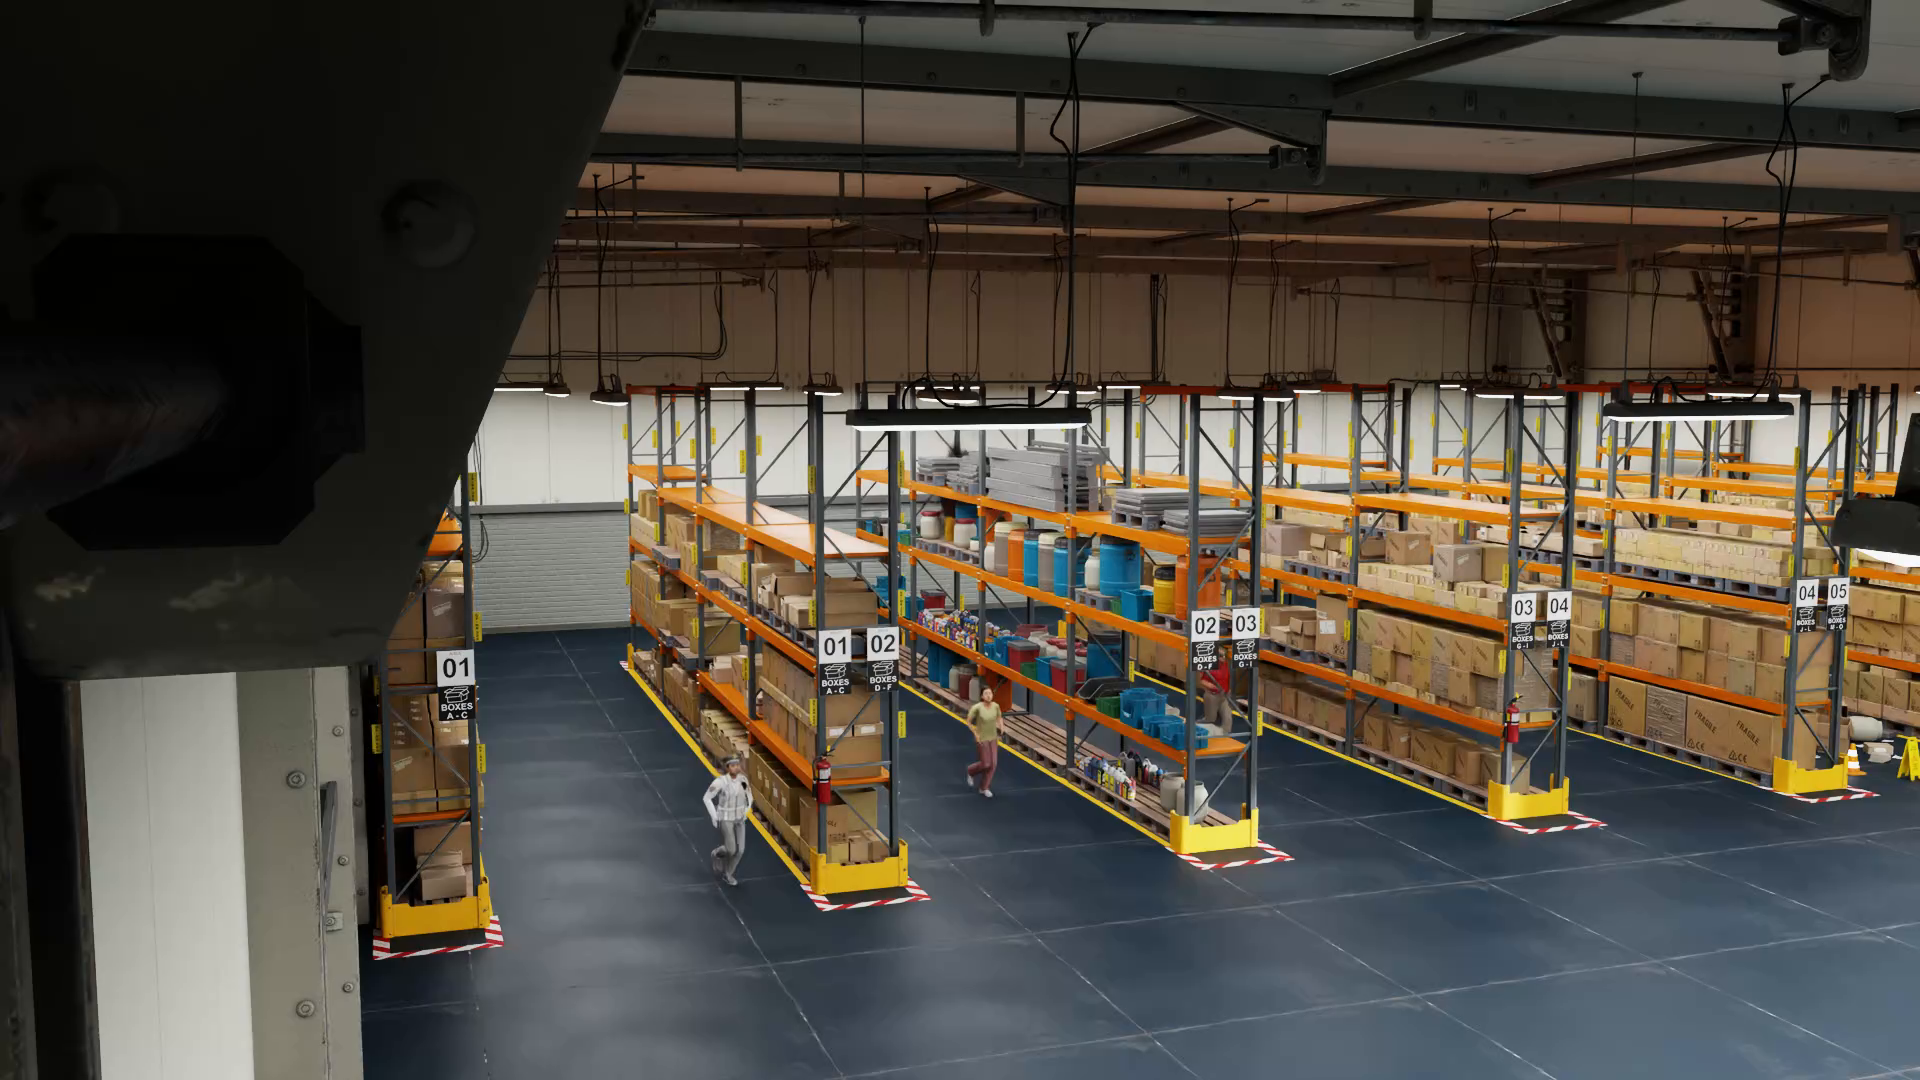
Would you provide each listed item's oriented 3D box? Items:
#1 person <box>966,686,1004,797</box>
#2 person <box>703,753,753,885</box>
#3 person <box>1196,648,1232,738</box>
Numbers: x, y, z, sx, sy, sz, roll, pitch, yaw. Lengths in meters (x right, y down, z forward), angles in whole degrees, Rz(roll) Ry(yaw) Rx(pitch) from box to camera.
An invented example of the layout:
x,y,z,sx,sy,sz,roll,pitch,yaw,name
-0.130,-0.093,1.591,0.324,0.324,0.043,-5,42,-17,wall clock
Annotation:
x,y,z,sx,sy,sz,roll,pitch,yaw,name
0.387,2.974,24.757,0.574,1.639,0.585,-3,7,-27,person
-2.815,3.411,20.417,0.612,1.630,0.542,-4,7,-37,person
4.227,2.629,27.623,0.647,1.719,0.943,-4,7,-34,person
